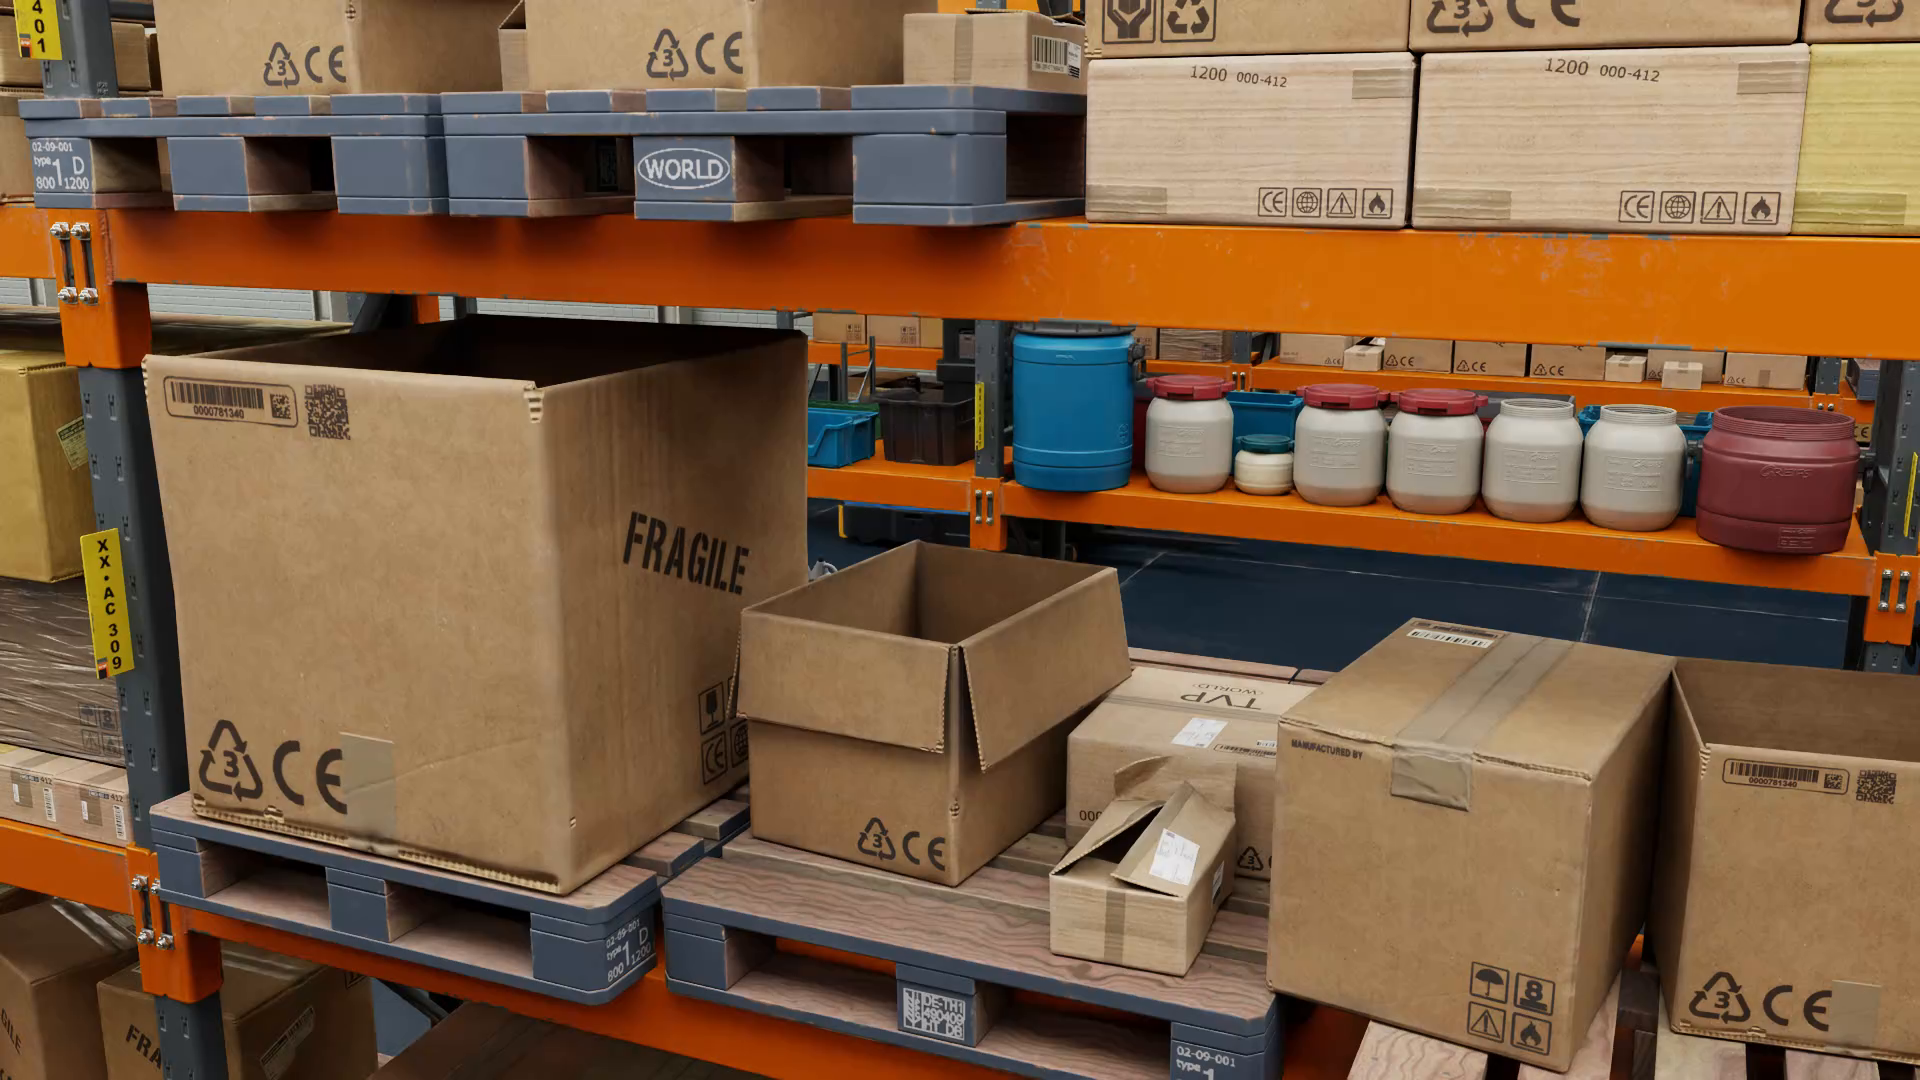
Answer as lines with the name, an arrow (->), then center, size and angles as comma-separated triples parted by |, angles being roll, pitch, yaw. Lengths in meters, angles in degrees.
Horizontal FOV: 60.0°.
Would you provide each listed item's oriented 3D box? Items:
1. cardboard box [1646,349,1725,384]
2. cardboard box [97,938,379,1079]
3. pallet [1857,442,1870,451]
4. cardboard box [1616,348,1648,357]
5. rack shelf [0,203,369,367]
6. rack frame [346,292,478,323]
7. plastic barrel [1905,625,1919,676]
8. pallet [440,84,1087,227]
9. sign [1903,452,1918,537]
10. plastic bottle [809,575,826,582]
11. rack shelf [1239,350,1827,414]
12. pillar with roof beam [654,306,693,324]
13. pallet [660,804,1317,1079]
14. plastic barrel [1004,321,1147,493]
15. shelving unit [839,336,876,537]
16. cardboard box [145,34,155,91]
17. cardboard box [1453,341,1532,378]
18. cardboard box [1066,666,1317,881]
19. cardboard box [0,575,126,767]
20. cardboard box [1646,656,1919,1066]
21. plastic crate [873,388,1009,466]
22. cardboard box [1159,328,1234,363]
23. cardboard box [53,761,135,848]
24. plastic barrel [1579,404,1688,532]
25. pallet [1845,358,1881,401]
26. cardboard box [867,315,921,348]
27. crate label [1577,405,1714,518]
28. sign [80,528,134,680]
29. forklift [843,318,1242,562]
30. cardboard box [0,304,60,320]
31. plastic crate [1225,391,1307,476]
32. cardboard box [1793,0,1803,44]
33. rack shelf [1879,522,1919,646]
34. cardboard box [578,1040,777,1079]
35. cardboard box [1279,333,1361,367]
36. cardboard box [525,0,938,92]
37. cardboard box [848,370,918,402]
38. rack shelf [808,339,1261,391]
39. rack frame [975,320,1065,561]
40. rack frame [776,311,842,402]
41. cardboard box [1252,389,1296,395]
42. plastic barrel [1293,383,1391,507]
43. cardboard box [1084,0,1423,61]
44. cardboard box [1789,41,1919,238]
cardboard box -> 5.257, -1.330, 12.051 | 0.500, 0.311, 0.500 | 6, 14, 23
cardboard box -> -2.026, 1.416, 4.708 | 0.500, 0.500, 0.500 | 5, 14, 22
pallet -> 8.690, -0.839, 15.867 | 1.213, 0.211, 1.003 | 6, 14, 23
cardboard box -> 6.824, -1.769, 16.595 | 0.500, 0.250, 0.500 | 6, 15, 24
rack shelf -> -3.505, -0.847, 4.805 | 4.000, 0.370, 1.077 | 6, 14, 23
rack frame -> -3.328, -0.956, 10.263 | 0.127, 3.000, 1.000 | 6, 14, 23
plastic barrel -> 4.441, 0.678, 7.131 | 0.708, 0.830, 0.600 | 6, 14, 23
pallet -> -0.206, -0.746, 3.211 | 1.003, 0.211, 1.213 | 6, 14, 23
sign -> 3.770, -0.180, 6.597 | 0.005, 0.325, 0.100 | 6, 14, 23
plastic bottle -> -0.839, 0.341, 9.735 | 0.135, 0.276, 0.152 | 6, 14, 23
rack shelf -> 4.168, -1.085, 12.387 | 4.000, 0.370, 1.077 | 6, 14, 23
pillar with roof beam -> -5.554, -5.718, 17.424 | 0.400, 9.000, 9.100 | 6, 14, 23
pallet -> 0.154, 0.737, 3.466 | 1.213, 0.211, 1.003 | 6, 14, 23
plastic barrel -> 0.560, -0.731, 8.206 | 0.708, 0.901, 0.600 | 6, 14, 23
shelving unit -> -1.234, -0.861, 13.141 | 1.083, 1.500, 0.587 | 6, 14, 24
cardboard box -> -2.120, -1.238, 4.353 | 0.250, 0.149, 0.380 | 5, 14, 20
cardboard box -> 3.975, -1.499, 12.359 | 0.500, 0.500, 0.500 | 6, 14, 23
cardboard box -> 0.542, 0.484, 3.534 | 0.500, 0.250, 0.500 | 5, 14, 22
cardboard box -> -2.063, 0.201, 4.464 | 0.500, 0.500, 0.875 | 6, 14, 23
cardboard box -> 1.471, 0.524, 2.818 | 0.500, 0.500, 0.500 | 4, 14, 16
plastic crate -> -0.097, -0.631, 9.012 | 0.504, 0.338, 0.767 | 6, 14, 23
cardboard box -> 1.931, -1.709, 13.251 | 0.500, 0.500, 0.700 | 5, 14, 22
cardboard box -> -1.992, 0.612, 4.129 | 0.250, 0.149, 0.380 | 6, 14, 23
plastic barrel -> 2.960, -0.321, 7.311 | 0.421, 0.512, 0.421 | 0, 13, 0
pallet -> 6.645, -1.109, 11.333 | 1.003, 0.211, 1.213 | 6, 14, 23
cardboard box -> -0.414, -1.945, 14.261 | 0.500, 0.500, 0.700 | 6, 15, 25
crate label -> 3.188, -0.381, 7.737 | 0.616, 0.435, 0.502 | 6, 14, 23
sign -> -1.889, 0.141, 3.692 | 0.005, 0.325, 0.100 | 6, 14, 23
forklift -> 0.681, -1.375, 12.198 | 3.031, 2.935, 1.130 | 5, 14, 21
cardboard box -> -2.900, -0.419, 4.915 | 0.500, 0.500, 0.500 | 6, 14, 23
plastic crate -> 1.464, -0.541, 8.529 | 0.575, 0.384, 0.392 | 6, 14, 23
cardboard box -> 1.655, -1.031, 2.703 | 0.500, 0.500, 0.500 | 6, 14, 24
rack shelf -> 5.815, 0.319, 6.402 | 4.000, 0.370, 1.077 | 6, 14, 23
cardboard box -> -0.695, 1.561, 4.046 | 0.500, 0.500, 0.700 | 6, 14, 23
cardboard box -> 2.807, -1.511, 12.955 | 0.500, 0.250, 0.500 | 7, 15, 27
cardboard box -> -0.425, -1.115, 3.230 | 0.637, 0.503, 0.797 | 6, 15, 26
cardboard box -> -0.707, -1.234, 14.904 | 0.500, 0.500, 0.500 | 6, 14, 23
rack shelf -> 0.511, -1.455, 13.964 | 4.000, 0.370, 1.077 | 6, 14, 23
rack frame -> 0.330, -0.586, 8.686 | 0.127, 3.000, 1.000 | 6, 14, 23
rack frame -> -1.318, -1.990, 14.671 | 0.127, 3.000, 1.000 | 6, 14, 23
cardboard box -> 3.377, -1.740, 18.113 | 0.500, 0.500, 0.500 | 5, 14, 19
plastic barrel -> 1.786, -0.450, 7.808 | 0.433, 0.535, 0.433 | 0, 13, 0
cardboard box -> 0.523, -1.020, 2.655 | 0.500, 0.500, 0.500 | 6, 15, 24
cardboard box -> 1.447, -0.561, 2.343 | 0.500, 0.250, 0.500 | 6, 14, 23
